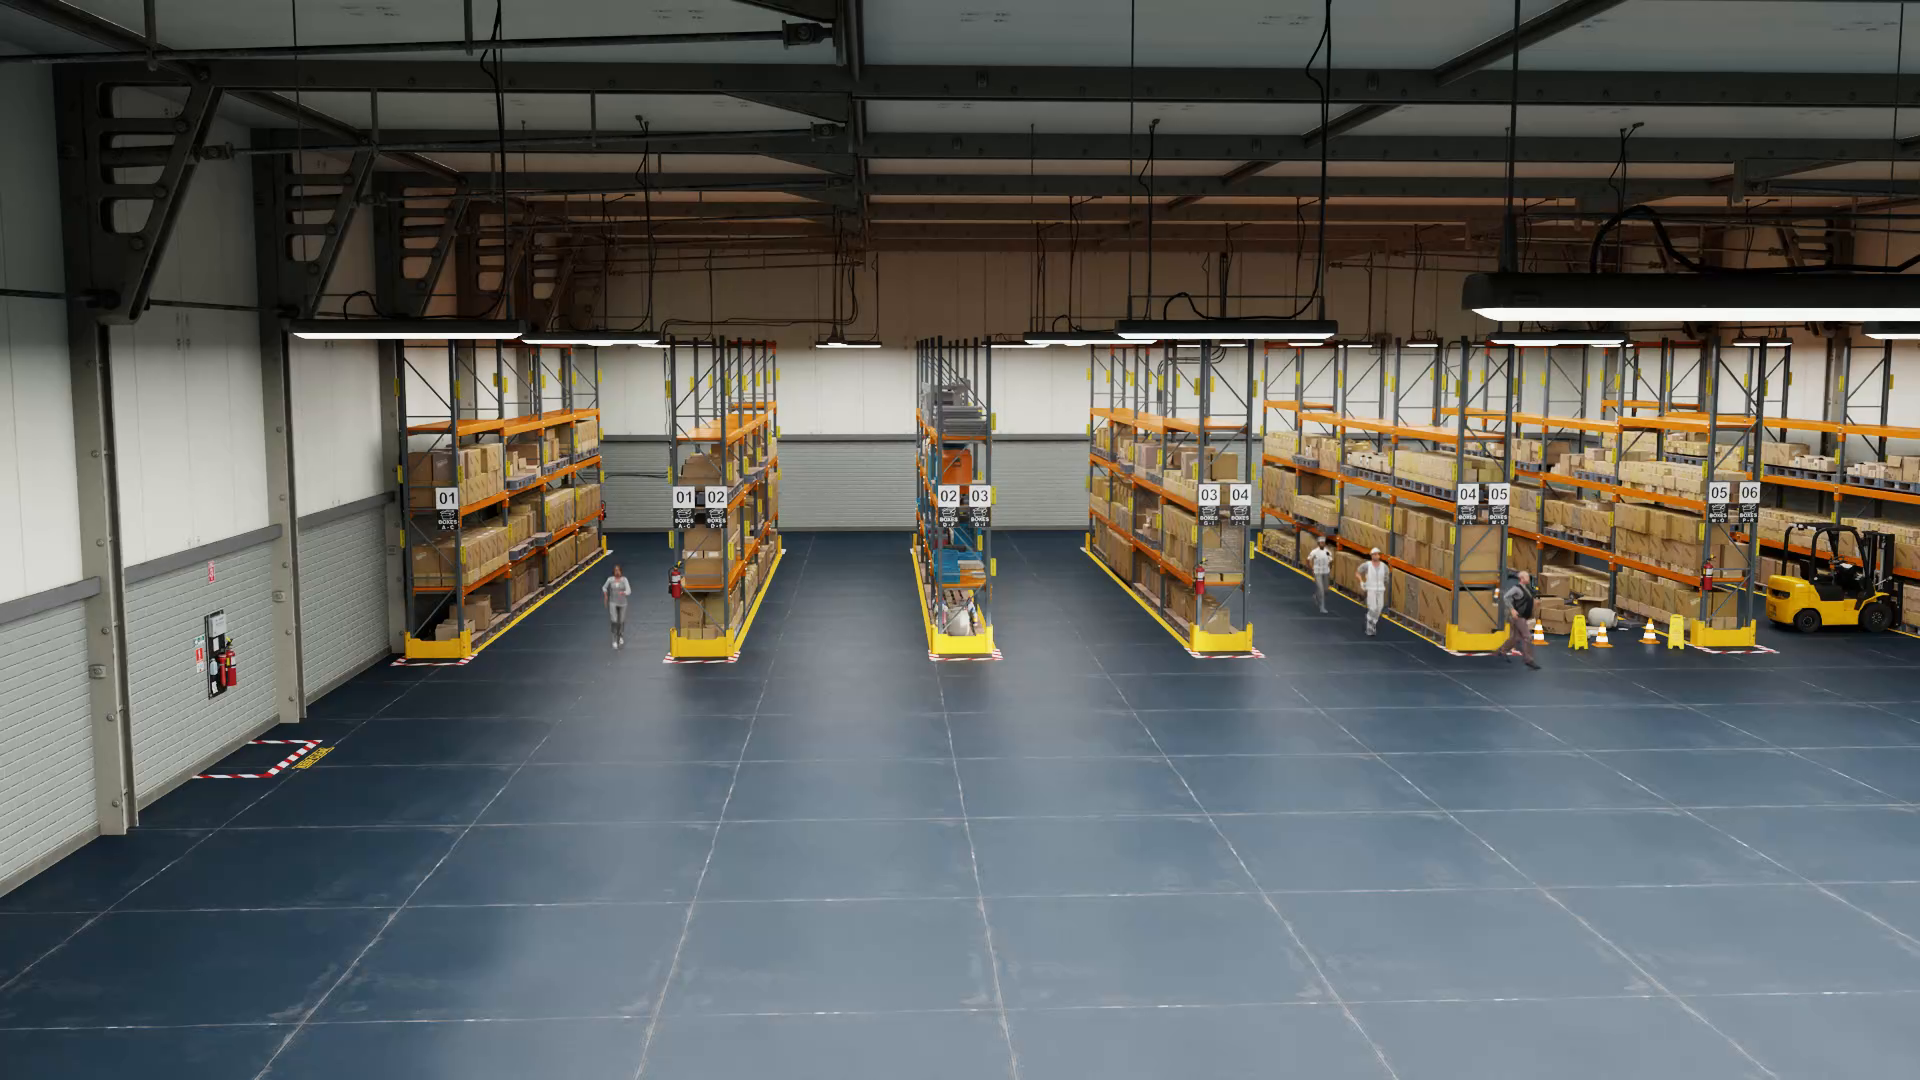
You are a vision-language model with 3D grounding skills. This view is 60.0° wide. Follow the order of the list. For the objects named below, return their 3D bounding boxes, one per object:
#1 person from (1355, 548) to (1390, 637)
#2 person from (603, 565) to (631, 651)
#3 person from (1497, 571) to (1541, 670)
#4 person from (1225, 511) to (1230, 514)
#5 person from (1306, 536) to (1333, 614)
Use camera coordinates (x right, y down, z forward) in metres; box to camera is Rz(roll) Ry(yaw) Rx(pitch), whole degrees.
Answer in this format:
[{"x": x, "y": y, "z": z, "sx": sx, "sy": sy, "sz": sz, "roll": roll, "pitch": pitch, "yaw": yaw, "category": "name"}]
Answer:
[{"x": 8.330, "y": 1.057, "z": 33.365, "sx": 0.637, "sy": 1.797, "sz": 0.659, "roll": -1, "pitch": 7, "yaw": -7, "category": "person"}, {"x": -6.598, "y": 1.296, "z": 32.035, "sx": 0.503, "sy": 1.640, "sz": 0.710, "roll": -2, "pitch": 7, "yaw": -17, "category": "person"}, {"x": 10.164, "y": 1.428, "z": 30.143, "sx": 0.879, "sy": 1.736, "sz": 0.657, "roll": 5, "pitch": 8, "yaw": 37, "category": "person"}, {"x": 7.400, "y": -0.511, "z": 47.446, "sx": 0.704, "sy": 1.823, "sz": 0.697, "roll": 1, "pitch": 7, "yaw": 7, "category": "person"}, {"x": 7.926, "y": 0.739, "z": 36.574, "sx": 0.588, "sy": 1.669, "sz": 0.834, "roll": -1, "pitch": 7, "yaw": -11, "category": "person"}]
